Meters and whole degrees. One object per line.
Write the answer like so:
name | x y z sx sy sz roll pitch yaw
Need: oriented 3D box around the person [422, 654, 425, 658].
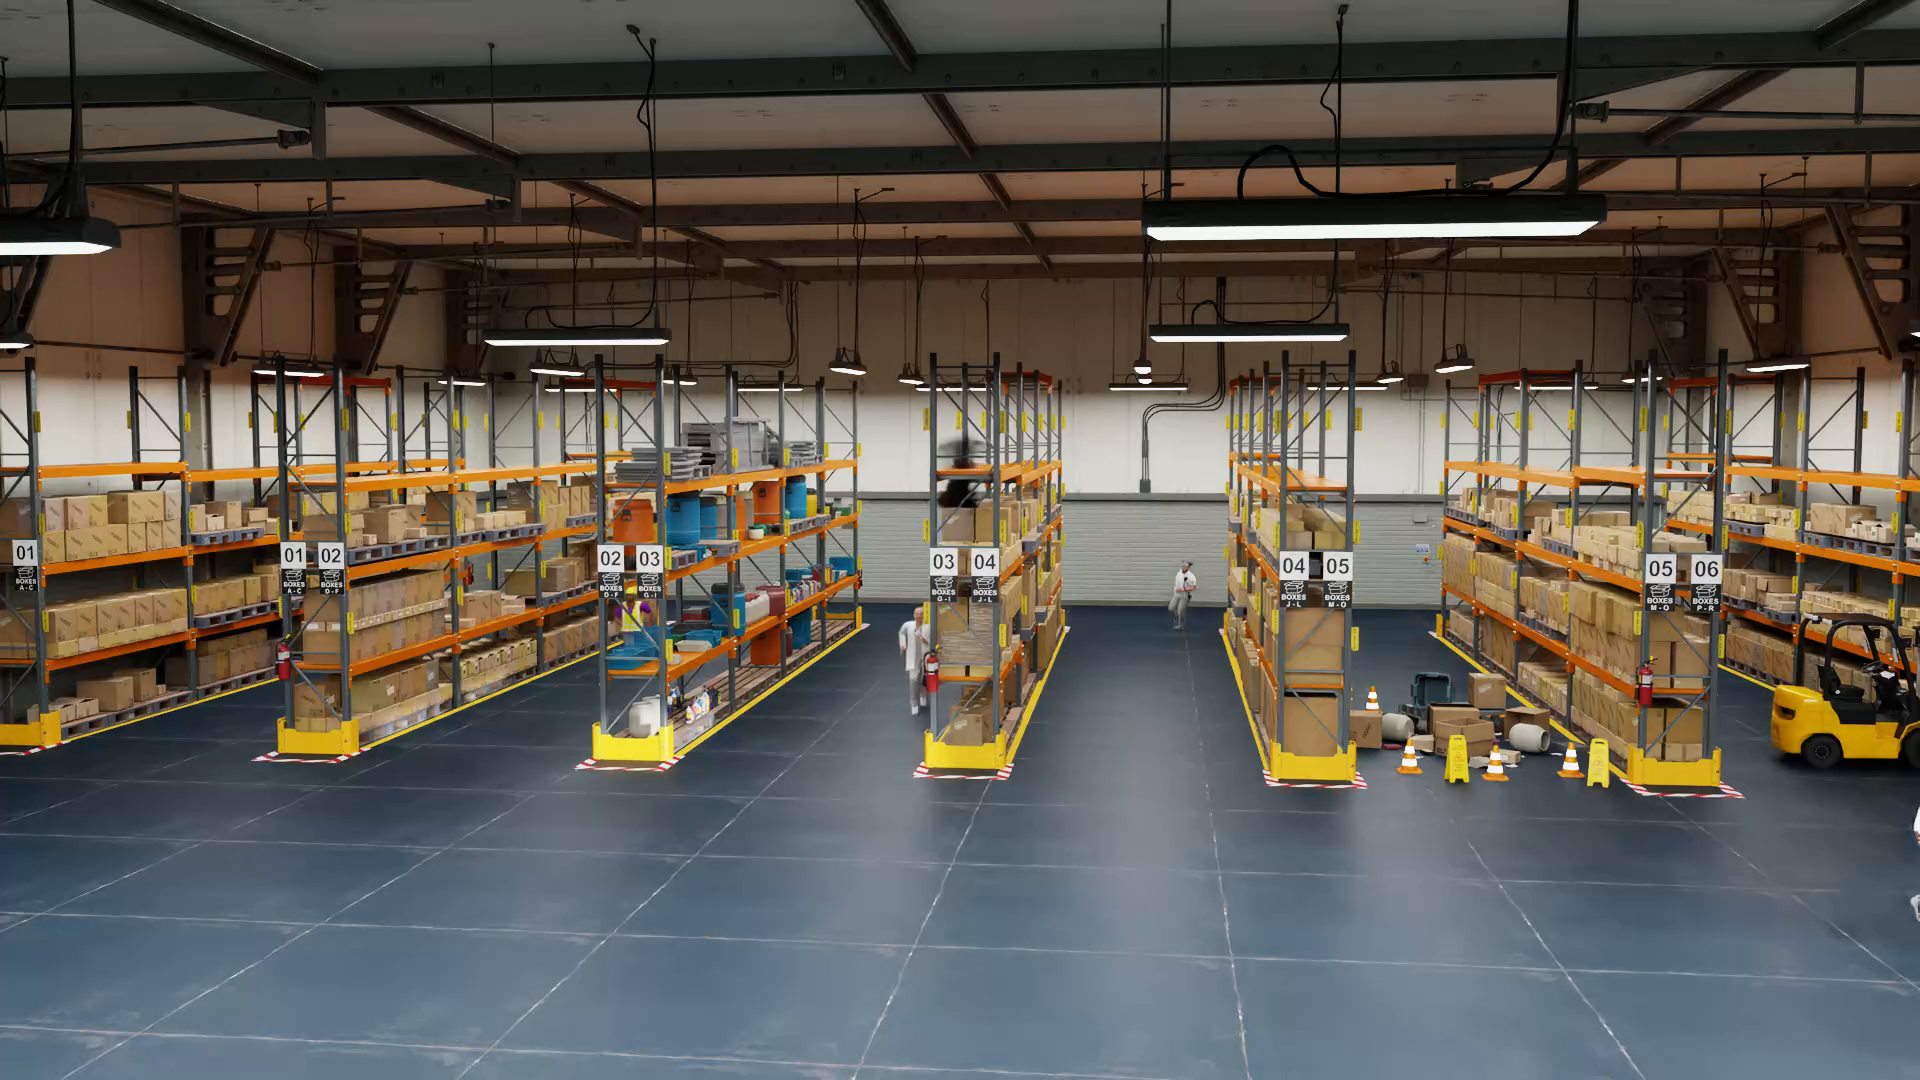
person | -10.985 1.781 33.327 0.576 1.679 0.941 0 4 -1

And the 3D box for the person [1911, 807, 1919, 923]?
person | 9.297 3.036 15.752 0.736 1.726 0.612 -3 5 -33

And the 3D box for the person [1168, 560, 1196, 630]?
person | 5.327 1.326 39.900 0.565 1.711 0.747 -4 6 -44

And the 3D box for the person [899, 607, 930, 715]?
person | -0.713 2.050 28.740 0.686 1.784 1.045 0 4 -2

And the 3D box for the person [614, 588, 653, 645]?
person | -6.410 1.841 32.542 0.721 1.821 0.729 0 4 3
